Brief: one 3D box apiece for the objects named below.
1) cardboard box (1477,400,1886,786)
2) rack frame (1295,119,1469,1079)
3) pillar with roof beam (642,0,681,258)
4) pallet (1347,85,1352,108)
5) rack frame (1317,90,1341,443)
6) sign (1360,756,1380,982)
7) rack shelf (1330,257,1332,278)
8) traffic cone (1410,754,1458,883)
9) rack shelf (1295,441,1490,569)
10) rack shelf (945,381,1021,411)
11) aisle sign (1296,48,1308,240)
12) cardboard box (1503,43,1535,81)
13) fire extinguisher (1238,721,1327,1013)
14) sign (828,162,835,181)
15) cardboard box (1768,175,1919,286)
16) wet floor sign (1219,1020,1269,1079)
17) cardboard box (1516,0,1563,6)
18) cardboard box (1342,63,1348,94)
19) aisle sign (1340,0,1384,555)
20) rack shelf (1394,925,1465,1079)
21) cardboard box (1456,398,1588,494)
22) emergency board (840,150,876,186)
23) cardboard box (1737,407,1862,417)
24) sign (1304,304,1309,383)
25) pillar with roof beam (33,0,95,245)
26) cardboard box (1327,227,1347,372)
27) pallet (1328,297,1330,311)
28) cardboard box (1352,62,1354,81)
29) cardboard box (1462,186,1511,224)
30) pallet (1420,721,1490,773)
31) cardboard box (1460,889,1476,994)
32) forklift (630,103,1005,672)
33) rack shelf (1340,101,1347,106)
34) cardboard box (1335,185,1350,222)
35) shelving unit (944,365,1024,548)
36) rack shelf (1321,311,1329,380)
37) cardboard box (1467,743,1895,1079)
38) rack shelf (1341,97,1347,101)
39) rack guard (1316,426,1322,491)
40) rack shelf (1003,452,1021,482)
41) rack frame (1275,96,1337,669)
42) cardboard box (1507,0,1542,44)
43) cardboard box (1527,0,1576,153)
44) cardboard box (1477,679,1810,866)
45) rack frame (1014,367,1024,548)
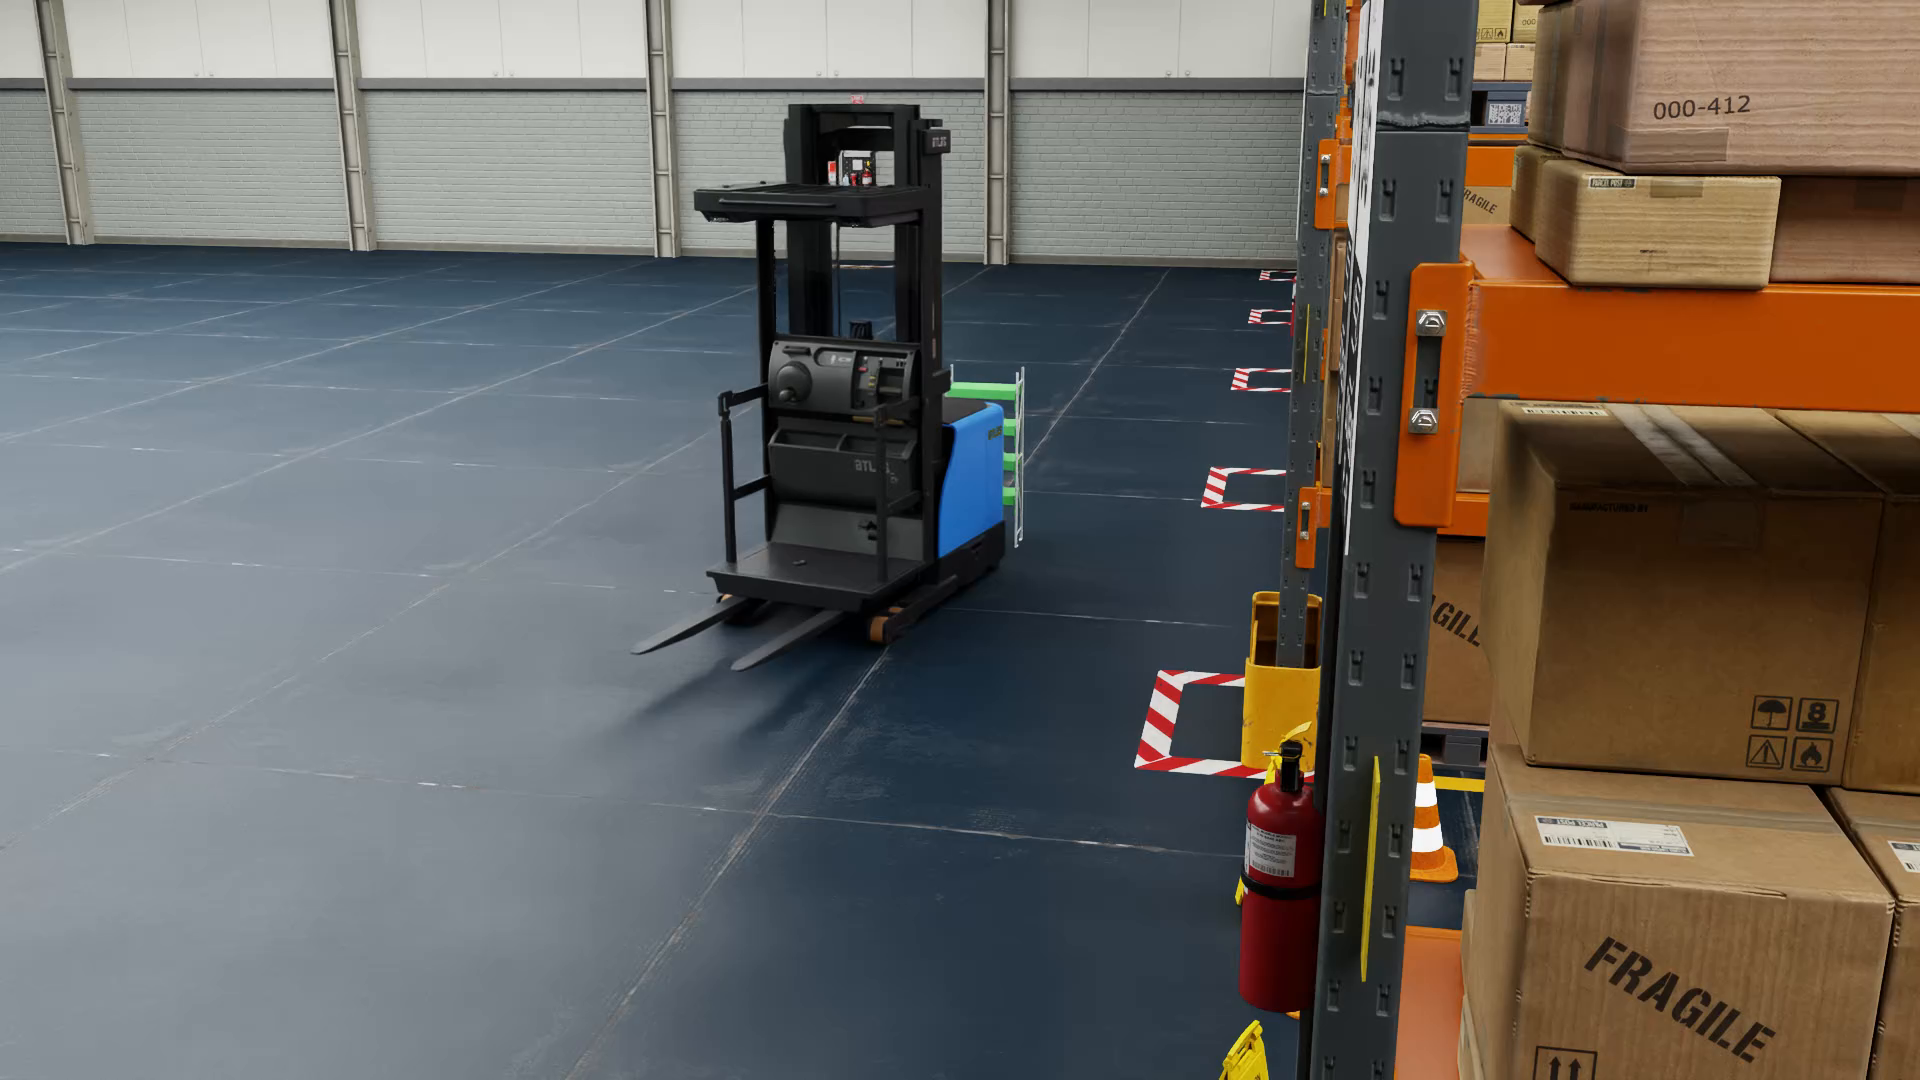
[{"bbox_3d":[1.264,0.062,3.031,0.500,0.500,0.700,3,16,10],"label":"cardboard box"},{"bbox_3d":[0.720,0.766,3.109,0.127,3.000,1.000,3,16,11],"label":"rack frame"},{"bbox_3d":[-6.103,-8.307,24.622,0.400,9.000,9.100,3,16,11],"label":"pillar with roof beam"},{"bbox_3d":[4.473,-4.407,16.519,1.213,0.211,1.003,3,16,11],"label":"pallet"},{"bbox_3d":[2.694,-1.827,12.468,0.127,3.000,1.000,3,16,11],"label":"rack frame"},{"bbox_3d":[0.612,0.490,2.481,0.005,0.325,0.100,3,16,11],"label":"sign"},{"bbox_3d":[5.641,-2.669,16.857,4.000,0.370,1.077,3,16,11],"label":"rack shelf"},{"bbox_3d":[1.844,1.088,6.699,0.334,0.463,0.336,3,16,11],"label":"traffic cone"},{"bbox_3d":[3.567,-0.082,7.515,4.000,0.370,1.077,3,16,11],"label":"rack shelf"},{"bbox_3d":[0.162,-0.970,11.189,0.480,0.148,0.258,3,16,11],"label":"rack shelf"},{"bbox_3d":[1.478,-1.713,7.186,0.004,0.787,0.394,3,16,11],"label":"aisle sign"},{"bbox_3d":[2.374,-1.981,6.901,0.250,0.149,0.380,3,16,11],"label":"cardboard box"},{"bbox_3d":[0.699,0.676,3.577,0.183,0.674,0.296,3,16,11],"label":"fire extinguisher"},{"bbox_3d":[-2.301,-6.437,29.046,0.234,0.329,0.001,3,16,11],"label":"sign"},{"bbox_3d":[1.255,-0.466,2.406,0.250,0.149,0.380,3,16,9],"label":"cardboard box"},{"bbox_3d":[0.747,1.610,4.470,0.232,0.644,0.267,9,18,30],"label":"wet floor sign"},{"bbox_3d":[1.110,-1.002,2.850,0.250,0.149,0.380,3,16,12],"label":"cardboard box"},{"bbox_3d":[5.933,-7.134,25.785,0.500,0.500,0.500,4,16,13],"label":"cardboard box"},{"bbox_3d":[0.597,-0.409,2.481,0.004,0.787,0.394,3,16,11],"label":"aisle sign"},{"bbox_3d":[2.679,1.219,2.821,4.000,0.370,1.077,3,16,11],"label":"rack shelf"},{"bbox_3d":[2.523,-0.576,7.670,0.550,0.550,0.875,3,16,11],"label":"cardboard box"},{"bbox_3d":[-1.780,-6.364,28.847,0.643,1.169,0.194,3,16,11],"label":"emergency board"},{"bbox_3d":[3.574,-0.496,7.381,0.500,0.550,0.875,3,16,11],"label":"cardboard box"},{"bbox_3d":[1.490,-0.845,7.154,0.005,0.325,0.100,3,16,11],"label":"sign"},{"bbox_3d":[-17.863,-8.945,26.927,0.400,9.000,9.100,3,16,11],"label":"pillar with roof beam"},{"bbox_3d":[1.963,-1.097,7.531,0.550,0.550,0.875,3,16,11],"label":"cardboard box"},{"bbox_3d":[5.430,-3.045,22.087,1.213,0.211,1.003,3,16,11],"label":"pallet"},{"bbox_3d":[3.029,-3.459,12.276,0.250,0.149,0.380,3,16,11],"label":"cardboard box"},{"bbox_3d":[3.668,-2.371,11.816,0.500,0.500,0.500,3,16,11],"label":"cardboard box"},{"bbox_3d":[2.406,0.831,8.096,1.213,0.211,1.003,3,16,11],"label":"pallet"},{"bbox_3d":[1.129,0.851,3.273,0.250,0.149,0.380,4,16,13],"label":"cardboard box"},{"bbox_3d":[-0.775,-0.950,9.432,1.130,2.935,3.031,7,17,23],"label":"forklift"},{"bbox_3d":[6.632,-5.411,21.134,4.000,0.370,1.077,3,16,11],"label":"rack shelf"},{"bbox_3d":[5.127,-4.438,21.707,0.500,0.500,0.700,3,16,11],"label":"cardboard box"},{"bbox_3d":[0.162,-0.569,11.300,0.503,1.200,0.258,3,16,11],"label":"shelving unit"},{"bbox_3d":[4.654,-1.374,12.180,4.000,0.370,1.077,3,16,11],"label":"rack shelf"},{"bbox_3d":[1.128,0.672,2.703,0.500,0.500,0.500,3,16,10],"label":"cardboard box"},{"bbox_3d":[7.616,-6.707,25.813,4.000,0.370,1.077,3,16,11],"label":"rack shelf"},{"bbox_3d":[2.769,-0.618,12.787,0.348,0.500,1.175,3,16,11],"label":"rack guard"},{"bbox_3d":[0.162,-0.508,11.317,0.480,0.148,0.258,3,16,11],"label":"rack shelf"},{"bbox_3d":[1.607,-0.535,7.803,0.127,3.000,1.000,3,16,11],"label":"rack frame"},{"bbox_3d":[2.526,-2.182,6.882,0.500,0.250,0.500,3,16,10],"label":"cardboard box"},{"bbox_3d":[1.275,-0.794,2.845,0.500,0.250,0.500,3,16,10],"label":"cardboard box"},{"bbox_3d":[1.306,0.531,3.212,0.500,0.500,0.500,3,16,10],"label":"cardboard box"},{"bbox_3d":[0.401,-0.556,11.253,0.015,1.200,0.240,3,16,11],"label":"rack frame"}]
